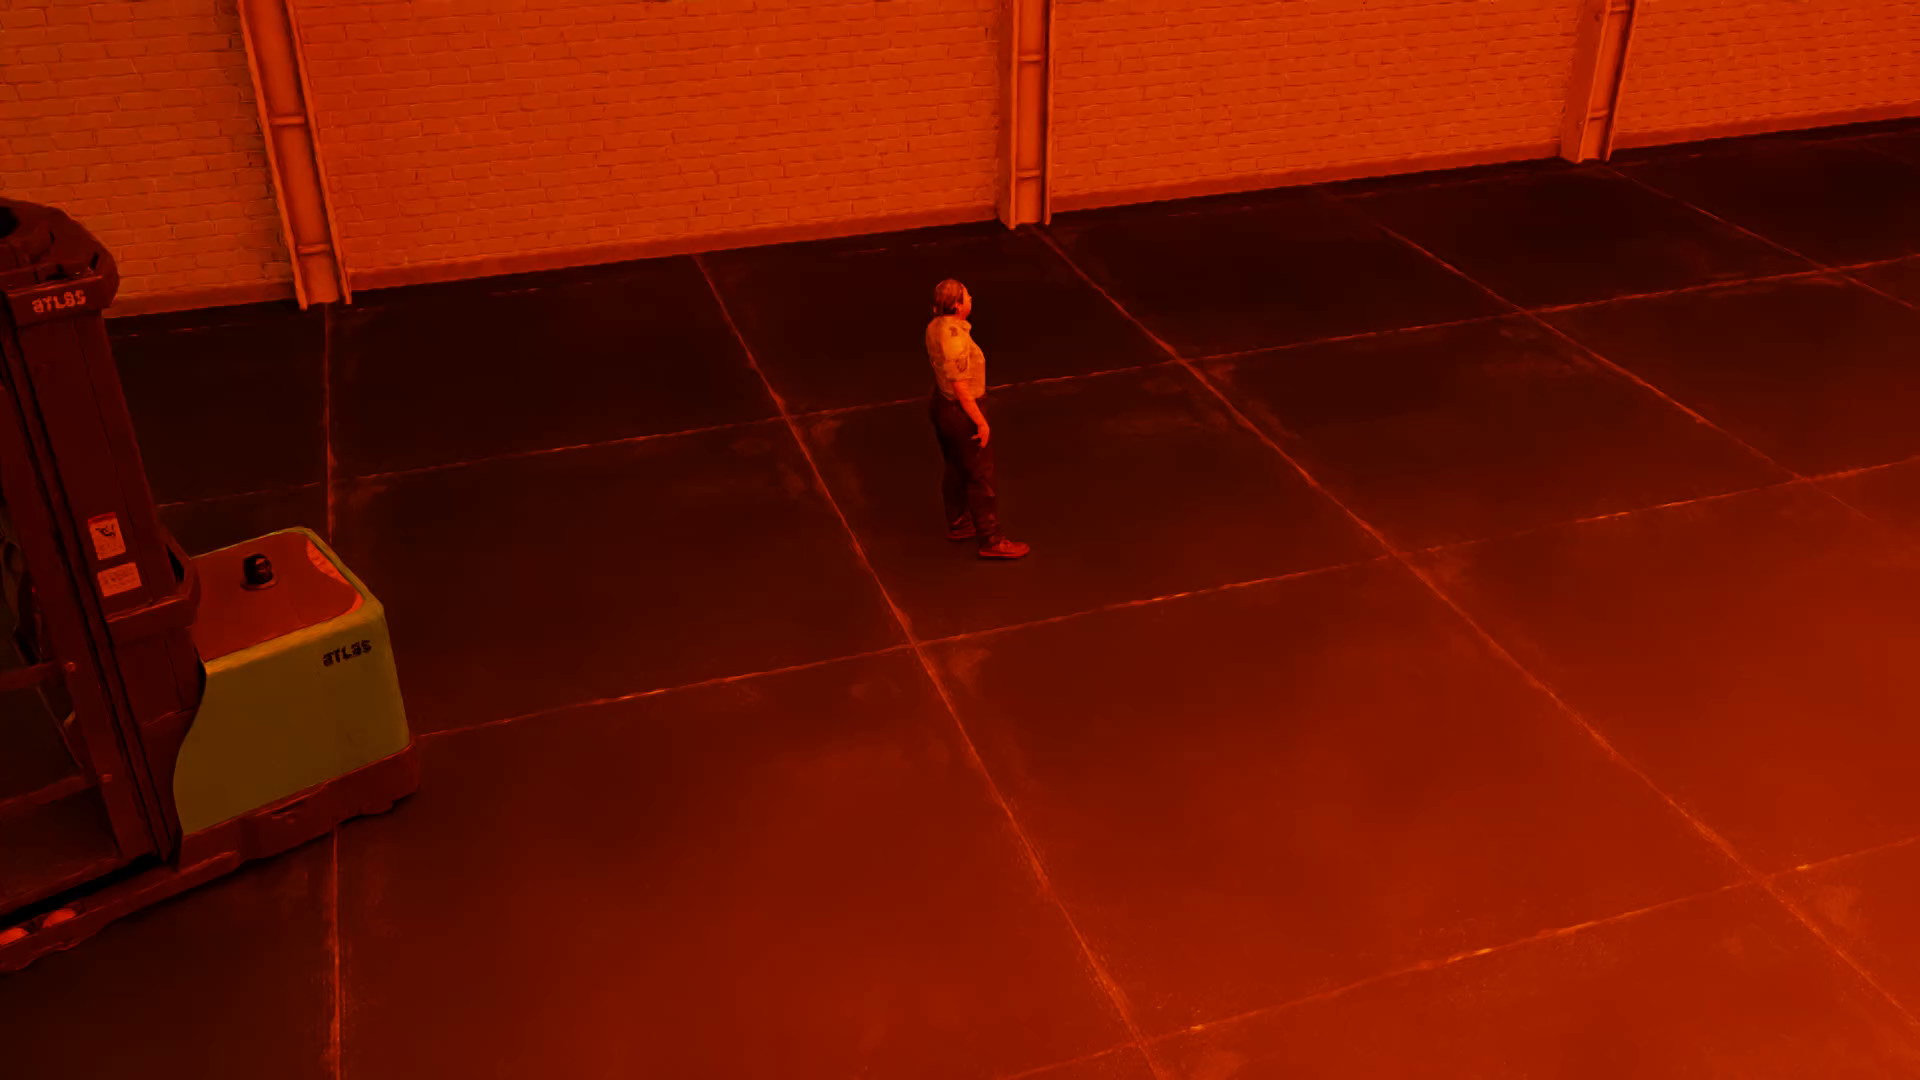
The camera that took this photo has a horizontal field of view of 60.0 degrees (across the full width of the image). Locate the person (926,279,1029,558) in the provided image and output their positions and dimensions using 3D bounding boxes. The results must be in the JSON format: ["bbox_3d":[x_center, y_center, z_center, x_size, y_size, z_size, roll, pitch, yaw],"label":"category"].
[{"bbox_3d":[0.092,-0.724,9.618,0.502,1.650,0.599,-10,31,-16],"label":"person"}]

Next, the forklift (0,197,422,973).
[{"bbox_3d":[-4.021,0.220,6.704,3.031,2.935,1.130,-22,36,-33],"label":"forklift"}]
